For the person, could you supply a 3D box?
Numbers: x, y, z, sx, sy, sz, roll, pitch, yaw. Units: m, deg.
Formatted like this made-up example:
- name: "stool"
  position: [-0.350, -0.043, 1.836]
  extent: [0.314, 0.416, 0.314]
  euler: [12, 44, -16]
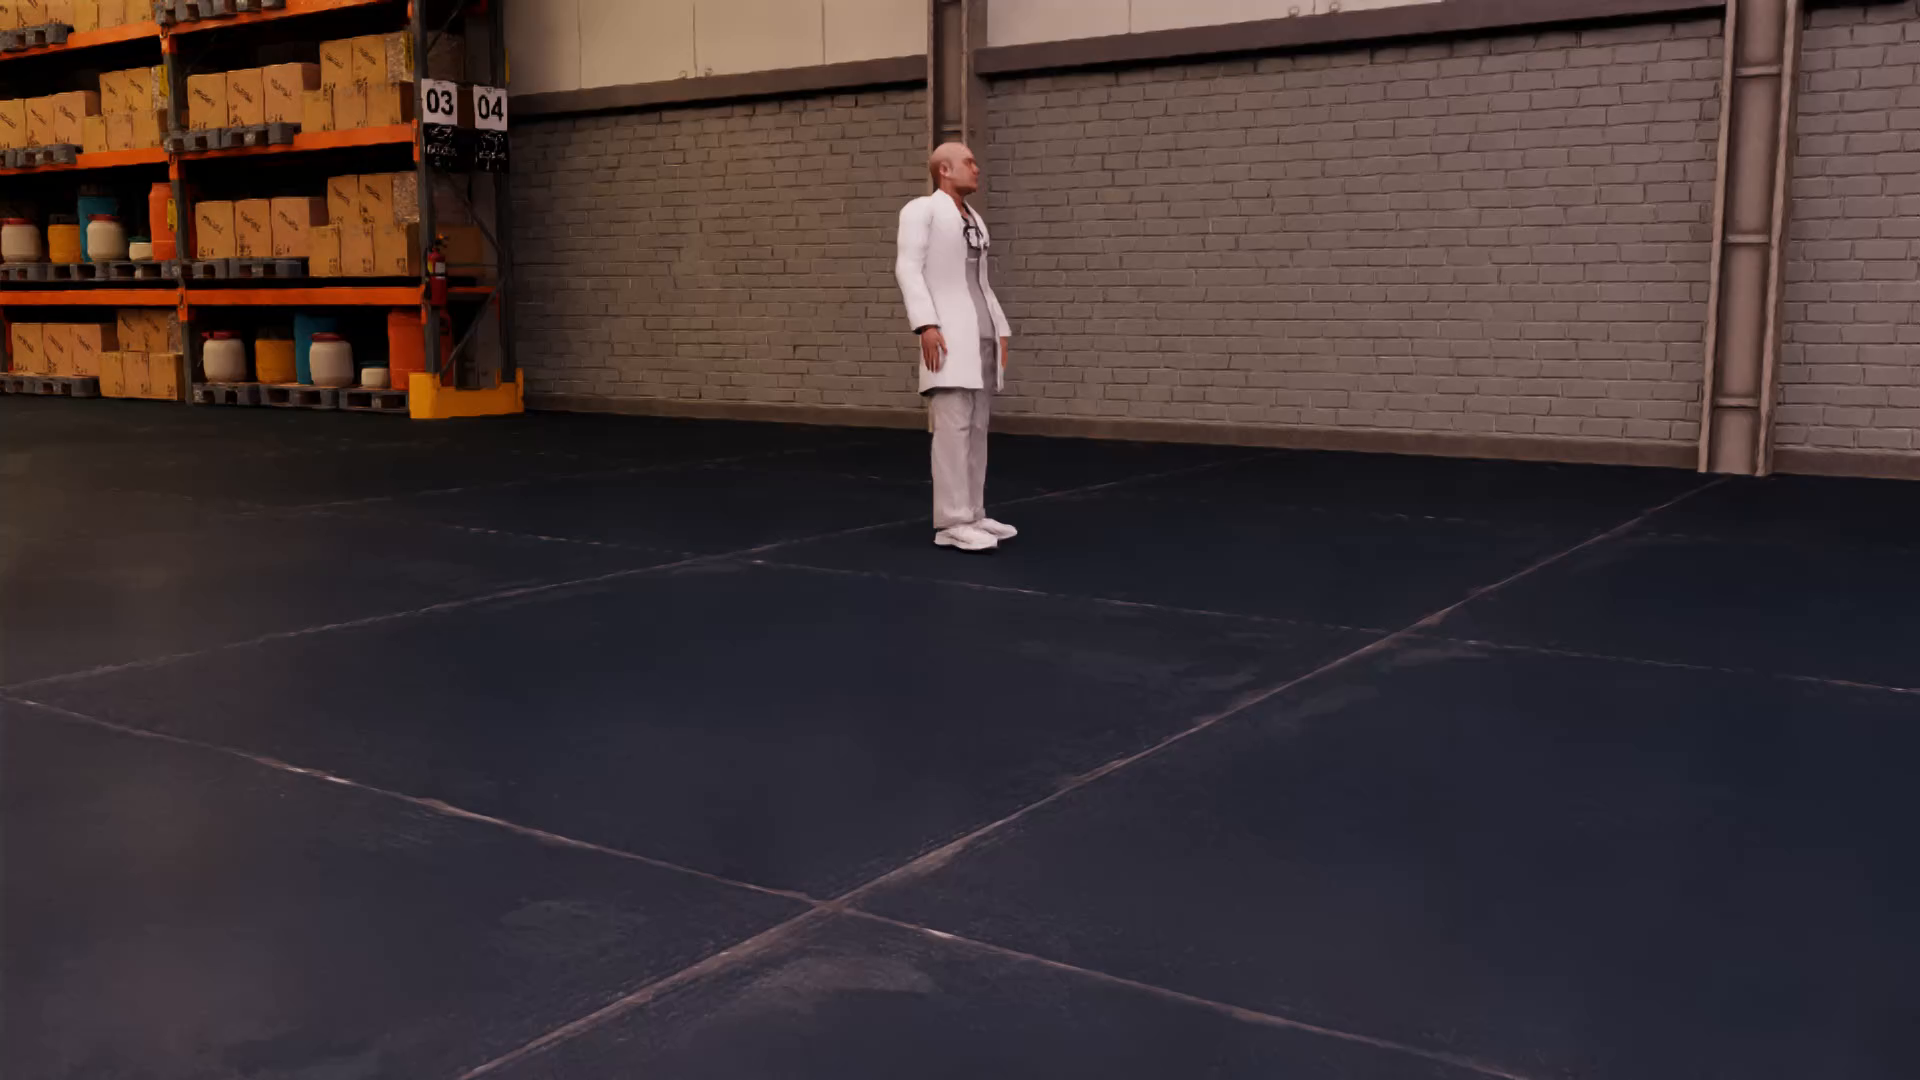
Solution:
- name: "person"
  position: [0.073, -0.880, 7.423]
  extent: [0.579, 1.776, 0.694]
  euler: [5, 10, 34]
